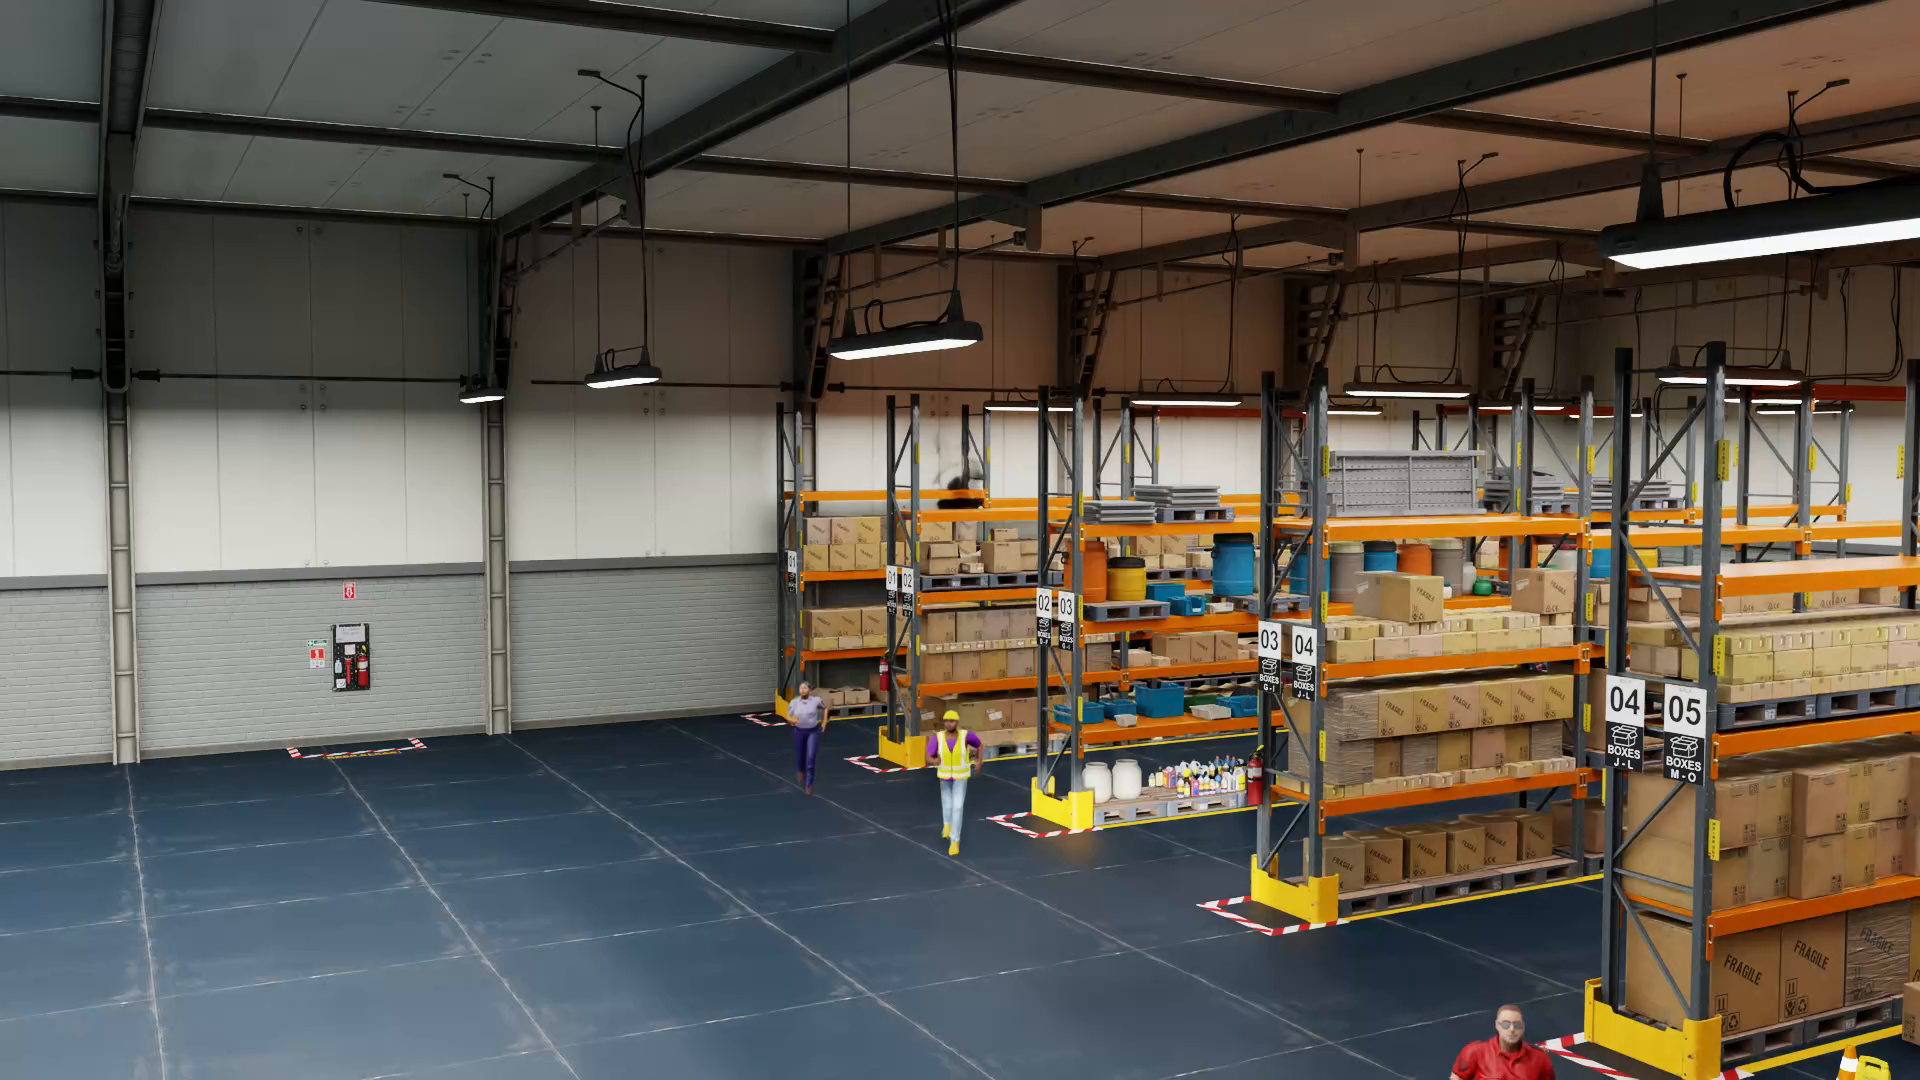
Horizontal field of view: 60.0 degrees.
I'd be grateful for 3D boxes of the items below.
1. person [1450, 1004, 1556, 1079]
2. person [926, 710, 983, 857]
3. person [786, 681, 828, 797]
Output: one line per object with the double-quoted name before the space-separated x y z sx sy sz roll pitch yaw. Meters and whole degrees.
"person" 3.406 3.732 10.376 0.645 1.680 0.595 0 3 8
"person" -0.075 3.069 21.376 0.711 1.799 0.957 1 3 10
"person" -2.291 2.945 24.916 0.613 1.660 0.919 0 3 3
